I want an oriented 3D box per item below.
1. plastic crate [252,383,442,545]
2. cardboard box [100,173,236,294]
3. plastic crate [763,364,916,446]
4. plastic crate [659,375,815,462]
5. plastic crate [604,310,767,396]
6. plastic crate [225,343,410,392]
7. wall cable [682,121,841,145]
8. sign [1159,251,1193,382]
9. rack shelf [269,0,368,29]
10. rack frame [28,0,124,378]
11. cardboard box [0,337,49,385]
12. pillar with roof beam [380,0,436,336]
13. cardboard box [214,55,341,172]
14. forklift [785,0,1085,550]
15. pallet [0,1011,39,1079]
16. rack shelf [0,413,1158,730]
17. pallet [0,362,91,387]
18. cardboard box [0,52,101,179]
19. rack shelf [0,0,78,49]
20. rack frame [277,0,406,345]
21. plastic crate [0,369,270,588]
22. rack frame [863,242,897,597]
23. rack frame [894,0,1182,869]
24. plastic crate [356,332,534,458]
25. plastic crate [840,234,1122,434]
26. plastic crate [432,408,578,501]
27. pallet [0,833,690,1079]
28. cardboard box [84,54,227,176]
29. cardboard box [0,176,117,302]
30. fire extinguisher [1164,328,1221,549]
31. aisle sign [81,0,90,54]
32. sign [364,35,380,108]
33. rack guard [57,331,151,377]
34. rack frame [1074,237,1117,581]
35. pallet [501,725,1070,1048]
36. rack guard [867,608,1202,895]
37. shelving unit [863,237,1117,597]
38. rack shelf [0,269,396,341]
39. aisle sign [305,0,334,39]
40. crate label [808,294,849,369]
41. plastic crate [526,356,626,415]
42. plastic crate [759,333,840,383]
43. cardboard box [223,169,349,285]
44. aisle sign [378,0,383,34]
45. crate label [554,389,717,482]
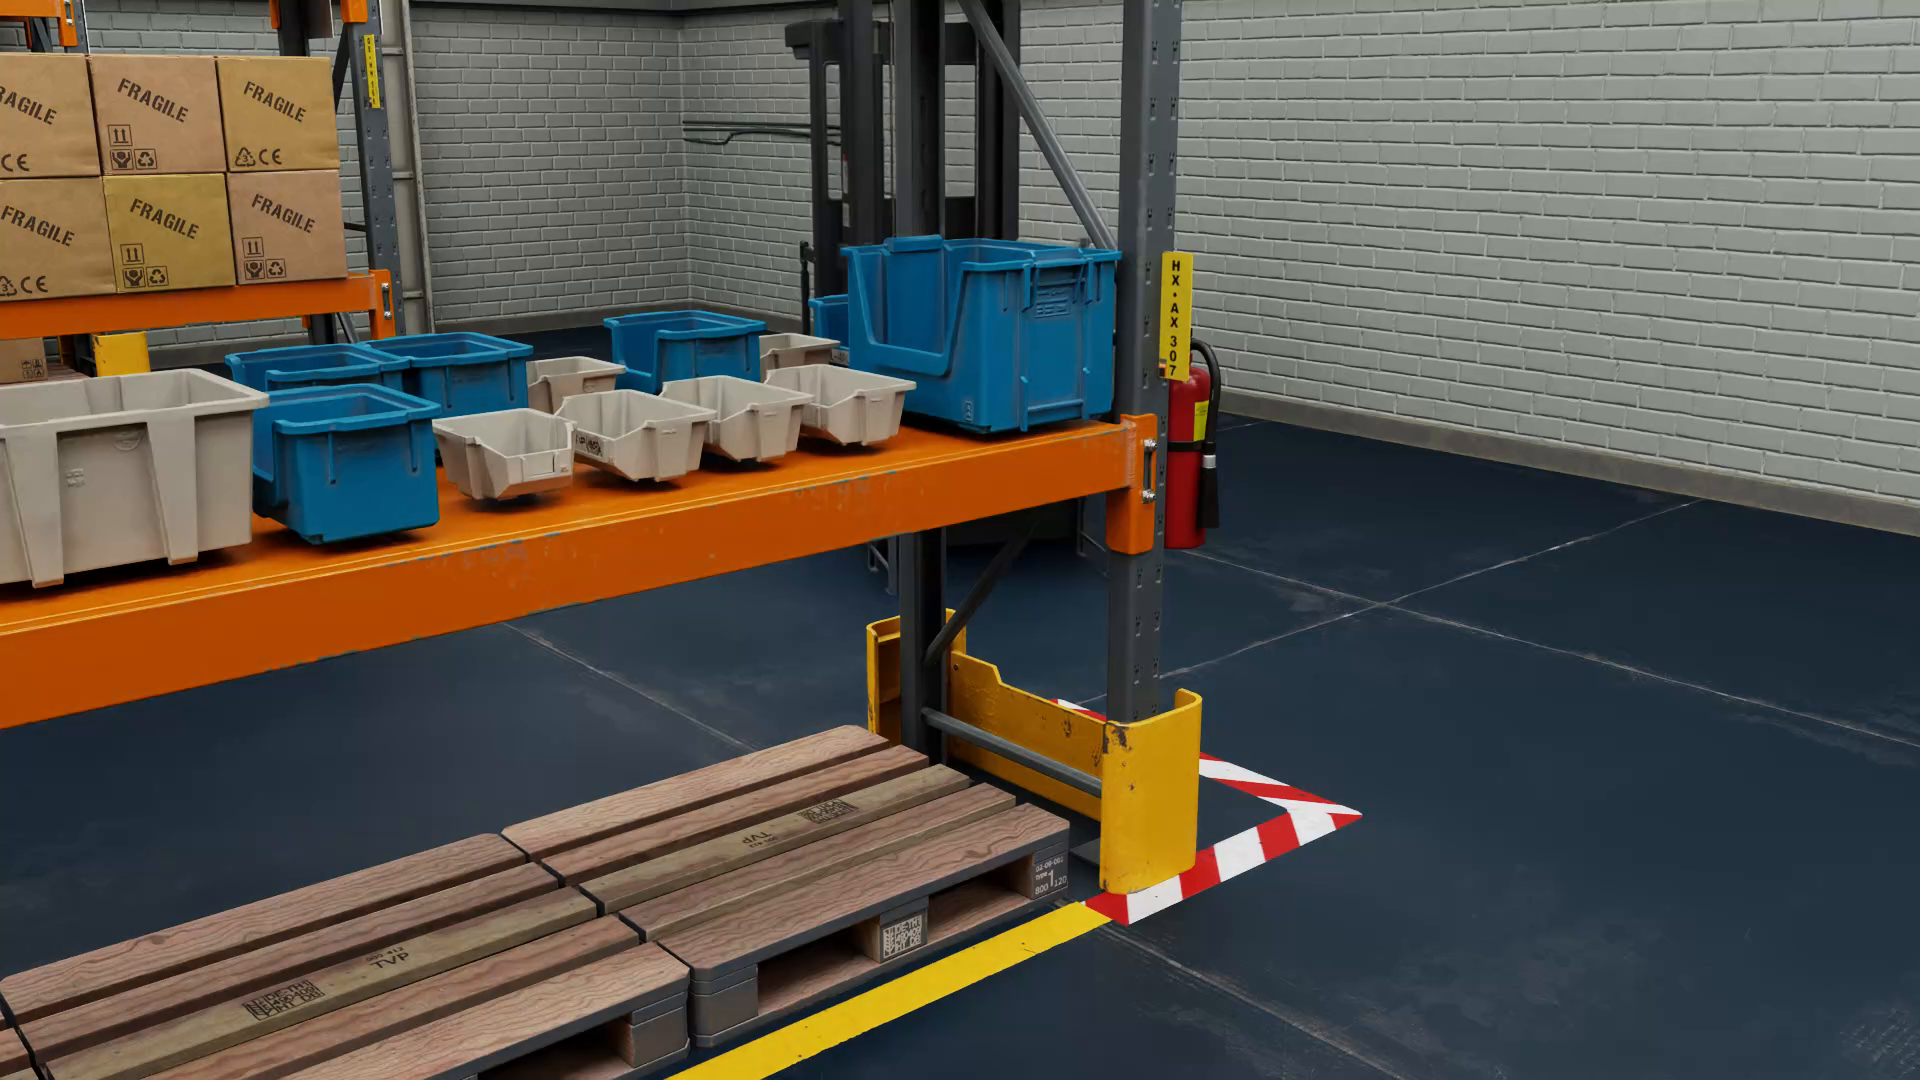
[{"bbox_3d":[-1.200,-0.150,3.208,0.300,0.233,0.416,-13,19,-39],"label":"plastic crate"},{"bbox_3d":[-3.616,-1.396,7.469,0.500,0.500,0.500,-12,19,-39],"label":"cardboard box"},{"bbox_3d":[-0.316,-0.328,4.060,0.243,0.136,0.396,-13,19,-39],"label":"plastic crate"},{"bbox_3d":[-0.544,-0.282,3.887,0.243,0.136,0.396,-13,19,-39],"label":"plastic crate"},{"bbox_3d":[-0.718,-0.459,4.363,0.300,0.233,0.416,-13,19,-39],"label":"plastic crate"},{"bbox_3d":[-1.441,-0.296,3.755,0.300,0.233,0.416,-13,19,-39],"label":"plastic crate"},{"bbox_3d":[-1.821,-4.815,14.857,0.112,2.526,3.097,-13,19,-39],"label":"wall cable"},{"bbox_3d":[0.554,-0.574,4.272,0.005,0.325,0.100,-13,19,-39],"label":"sign"},{"bbox_3d":[-4.577,-2.328,6.733,4.000,0.370,1.077,-13,19,-39],"label":"rack shelf"},{"bbox_3d":[-6.323,-2.529,11.904,0.127,3.000,1.000,-13,19,-39],"label":"rack frame"},{"bbox_3d":[-6.785,-1.386,11.655,0.500,0.500,0.700,-13,19,-39],"label":"cardboard box"},{"bbox_3d":[-2.028,-5.215,10.335,0.400,9.000,9.100,-13,19,-39],"label":"pillar with roof beam"},{"bbox_3d":[-3.223,-1.967,7.671,0.500,0.500,0.500,-13,20,-40],"label":"cardboard box"},{"bbox_3d":[-0.301,-1.704,8.950,1.130,2.935,3.031,-4,16,-16],"label":"forklift"},{"bbox_3d":[-2.308,1.293,3.001,1.213,0.211,1.003,-13,19,-39],"label":"pallet"},{"bbox_3d":[-1.328,0.087,3.508,4.000,0.370,1.077,-13,19,-39],"label":"rack shelf"},{"bbox_3d":[-6.875,-1.031,11.699,1.213,0.211,1.003,-13,19,-39],"label":"pallet"},{"bbox_3d":[-3.992,-1.793,7.018,0.500,0.500,0.500,-12,19,-38],"label":"cardboard box"},{"bbox_3d":[-7.831,-3.291,10.341,4.000,0.370,1.077,-13,19,-39],"label":"rack shelf"},{"bbox_3d":[-3.068,-1.565,8.296,0.127,3.000,1.000,-13,19,-39],"label":"rack frame"},{"bbox_3d":[-1.564,-0.117,2.988,0.530,0.282,0.437,-13,19,-39],"label":"plastic crate"},{"bbox_3d":[-0.354,-0.537,7.355,0.032,1.500,0.500,-4,15,-14],"label":"rack frame"},{"bbox_3d":[0.181,-0.600,4.683,0.127,3.000,1.000,-13,19,-39],"label":"rack frame"},{"bbox_3d":[-1.215,-0.347,3.945,0.300,0.233,0.416,-13,19,-39],"label":"plastic crate"},{"bbox_3d":[0.051,-0.553,4.322,0.499,0.435,0.616,-13,19,-39],"label":"plastic crate"},{"bbox_3d":[-0.949,-0.176,3.491,0.250,0.136,0.298,-13,19,-39],"label":"plastic crate"},{"bbox_3d":[-1.387,1.085,3.779,1.213,0.211,1.003,-13,19,-39],"label":"pallet"},{"bbox_3d":[-3.604,-1.881,7.350,0.500,0.500,0.500,-12,19,-38],"label":"cardboard box"},{"bbox_3d":[-3.996,-1.312,7.156,0.500,0.500,0.500,-12,19,-39],"label":"cardboard box"},{"bbox_3d":[0.593,-0.319,4.506,0.183,0.674,0.296,-13,19,-39],"label":"fire extinguisher"},{"bbox_3d":[-6.071,-3.738,11.395,0.004,0.787,0.394,-13,19,-39],"label":"aisle sign"},{"bbox_3d":[-2.719,-2.165,7.688,0.005,0.325,0.100,-13,19,-39],"label":"sign"},{"bbox_3d":[-6.305,-1.325,12.242,0.348,0.500,1.175,-13,19,-39],"label":"rack guard"},{"bbox_3d":[0.630,-0.603,7.602,0.032,1.500,0.500,-4,15,-14],"label":"rack frame"},{"bbox_3d":[-0.467,0.880,4.548,1.213,0.211,1.003,-13,19,-39],"label":"pallet"},{"bbox_3d":[0.190,0.601,5.030,0.348,0.500,1.175,-13,19,-39],"label":"rack guard"},{"bbox_3d":[0.138,-0.570,7.478,1.048,1.500,0.538,-4,15,-14],"label":"shelving unit"},{"bbox_3d":[-4.577,-0.878,7.120,4.000,0.370,1.077,-13,19,-39],"label":"rack shelf"},{"bbox_3d":[-3.209,-2.890,8.218,0.004,0.787,0.394,-13,19,-39],"label":"aisle sign"},{"bbox_3d":[-0.222,-0.570,4.780,0.303,0.233,0.416,-13,19,-39],"label":"crate label"},{"bbox_3d":[-1.030,-0.371,4.220,0.298,0.136,0.250,-13,19,-39],"label":"plastic crate"},{"bbox_3d":[-0.518,-0.485,4.650,0.298,0.136,0.250,-13,19,-39],"label":"plastic crate"},{"bbox_3d":[-3.227,-1.484,7.800,0.500,0.500,0.500,-12,19,-38],"label":"cardboard box"},{"bbox_3d":[-2.816,-2.773,7.780,0.004,0.787,0.394,-13,19,-39],"label":"aisle sign"},{"bbox_3d":[-0.738,-0.230,3.693,0.243,0.136,0.396,-13,19,-39],"label":"crate label"}]
